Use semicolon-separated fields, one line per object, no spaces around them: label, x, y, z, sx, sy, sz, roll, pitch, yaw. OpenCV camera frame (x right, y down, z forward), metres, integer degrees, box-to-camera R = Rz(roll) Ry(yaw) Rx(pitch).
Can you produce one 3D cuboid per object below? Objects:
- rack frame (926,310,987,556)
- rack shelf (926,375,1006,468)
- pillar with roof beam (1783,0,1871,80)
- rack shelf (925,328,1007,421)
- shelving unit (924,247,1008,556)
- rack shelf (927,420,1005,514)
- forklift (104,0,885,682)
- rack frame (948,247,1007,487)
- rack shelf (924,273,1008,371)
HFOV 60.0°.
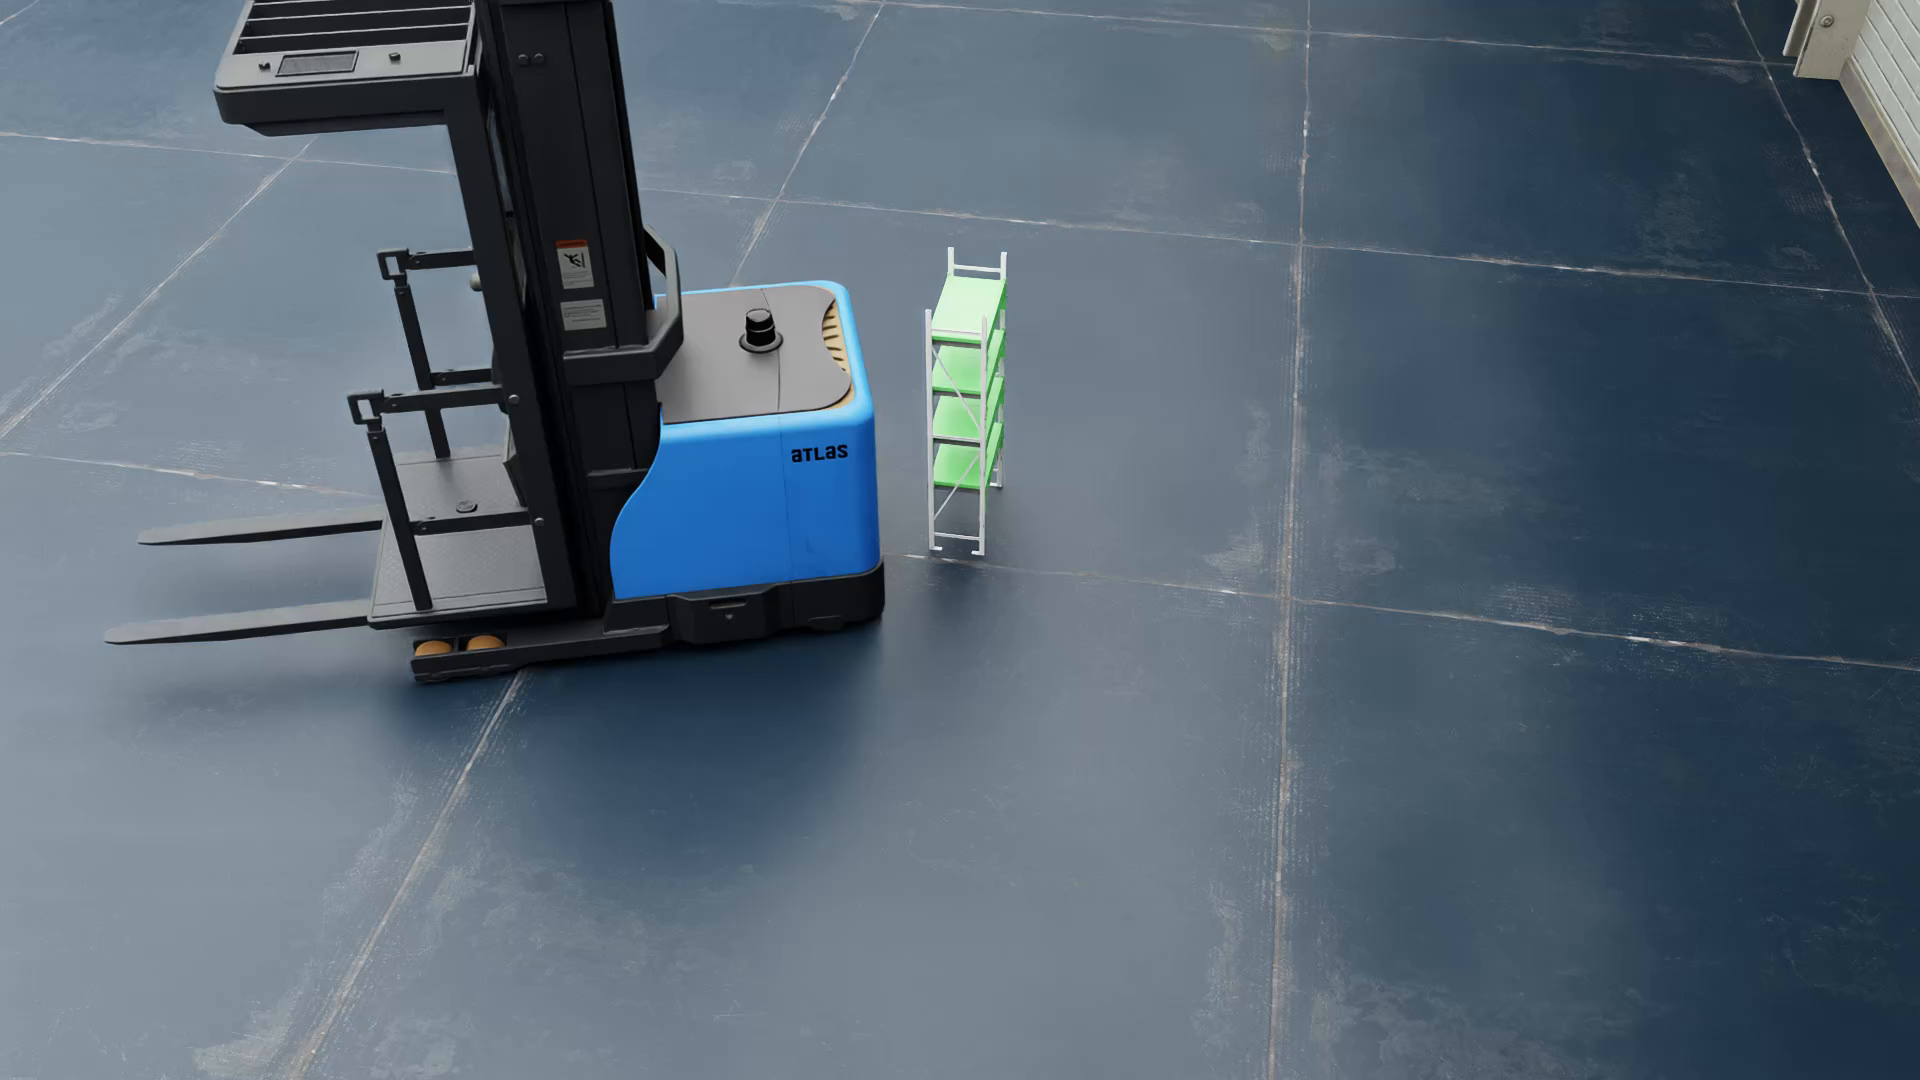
rack frame;-0.014;-0.413;6.808;0.240;1.200;0.015;6;40;8
rack shelf;0.029;-0.517;7.034;0.258;0.148;0.480;6;40;8
pillar with roof beam;1.436;-7.098;8.773;9.100;9.000;0.400;6;40;8
rack shelf;0.029;-0.702;6.881;0.258;0.148;0.480;6;40;8
shelving unit;0.029;-0.566;6.993;0.258;1.200;0.503;6;40;8
rack shelf;0.029;-0.332;7.187;0.258;0.148;0.480;6;40;8
forklift;-1.872;-0.932;6.077;3.031;2.935;1.130;-6;40;-7
rack frame;0.071;-0.719;7.179;0.240;1.200;0.015;6;40;8
rack shelf;0.029;-0.887;6.728;0.258;0.148;0.480;6;40;8
